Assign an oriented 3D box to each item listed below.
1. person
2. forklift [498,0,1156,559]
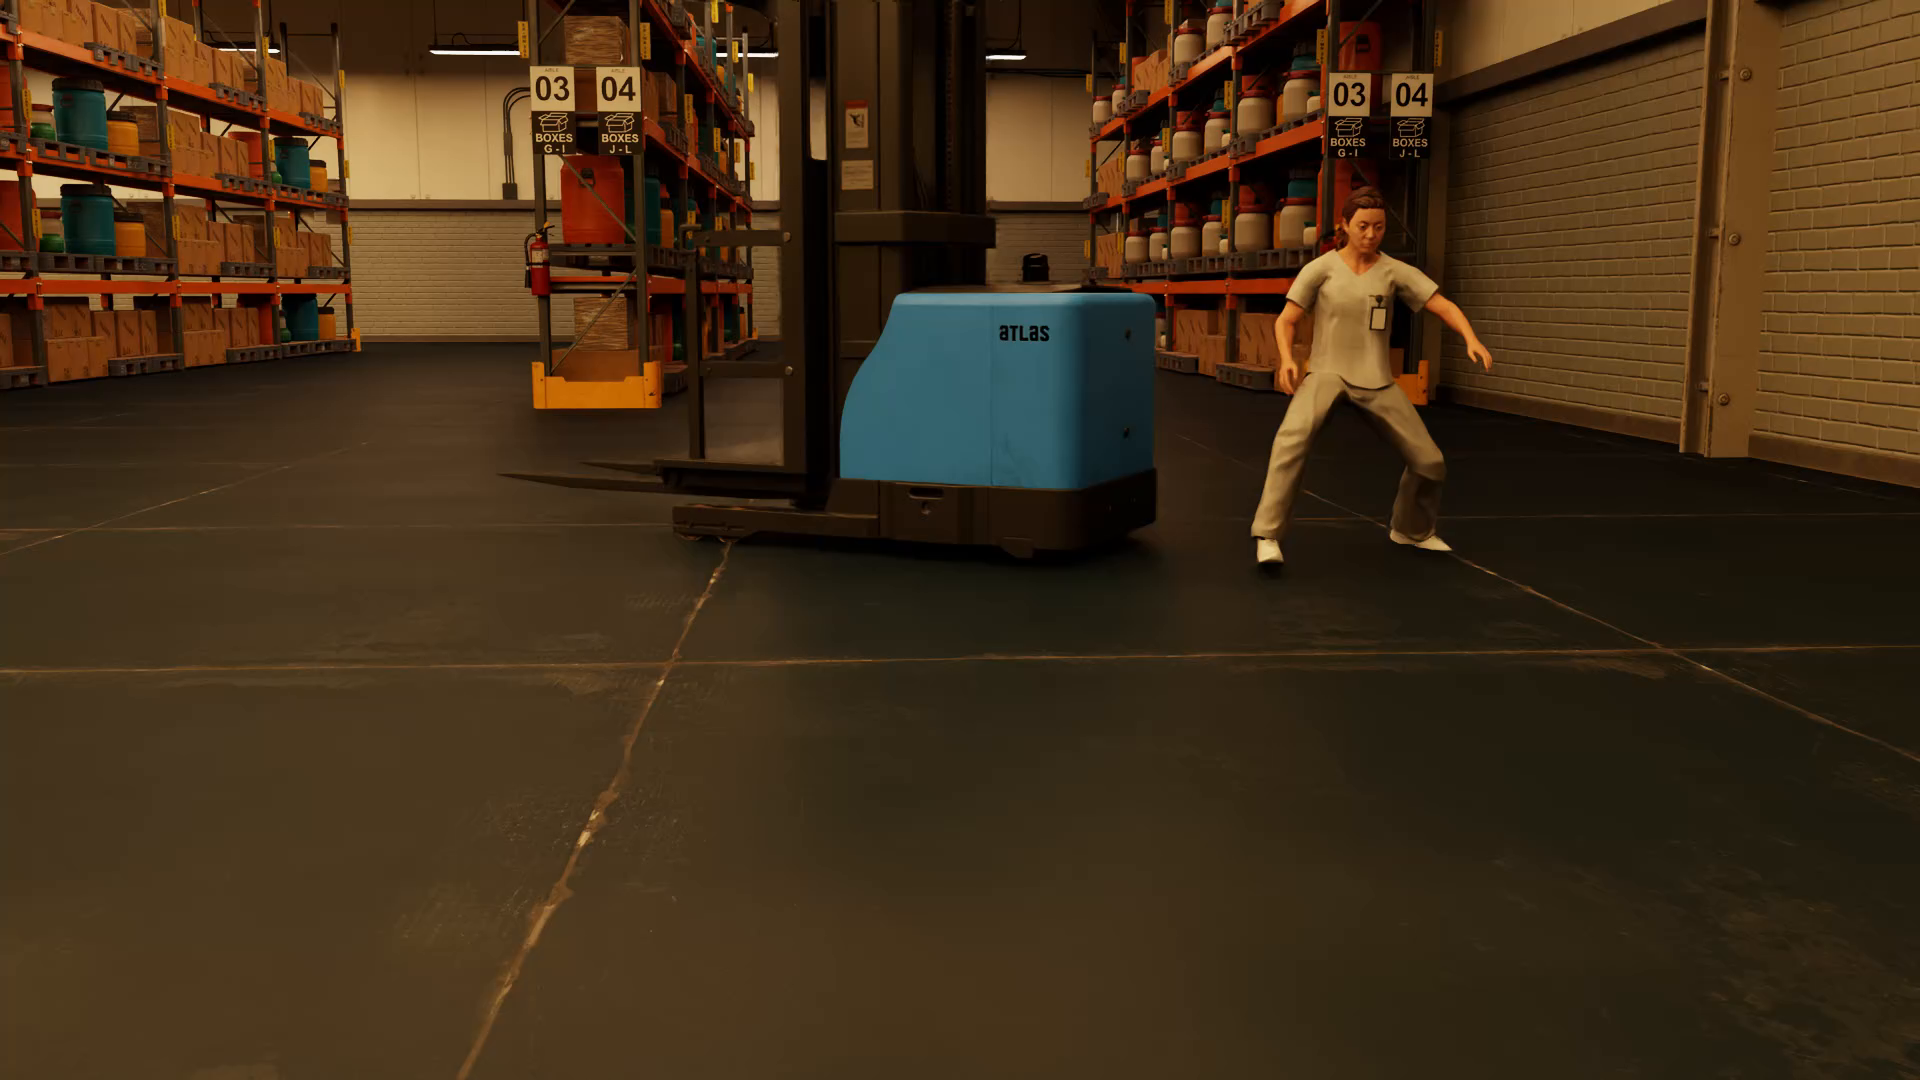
[{"bbox_3d":[1.622,-0.650,6.710,0.925,1.531,0.894,0,8,3],"label":"person"},{"bbox_3d":[-0.694,-1.495,7.401,3.031,2.935,1.130,4,9,25],"label":"forklift"}]
